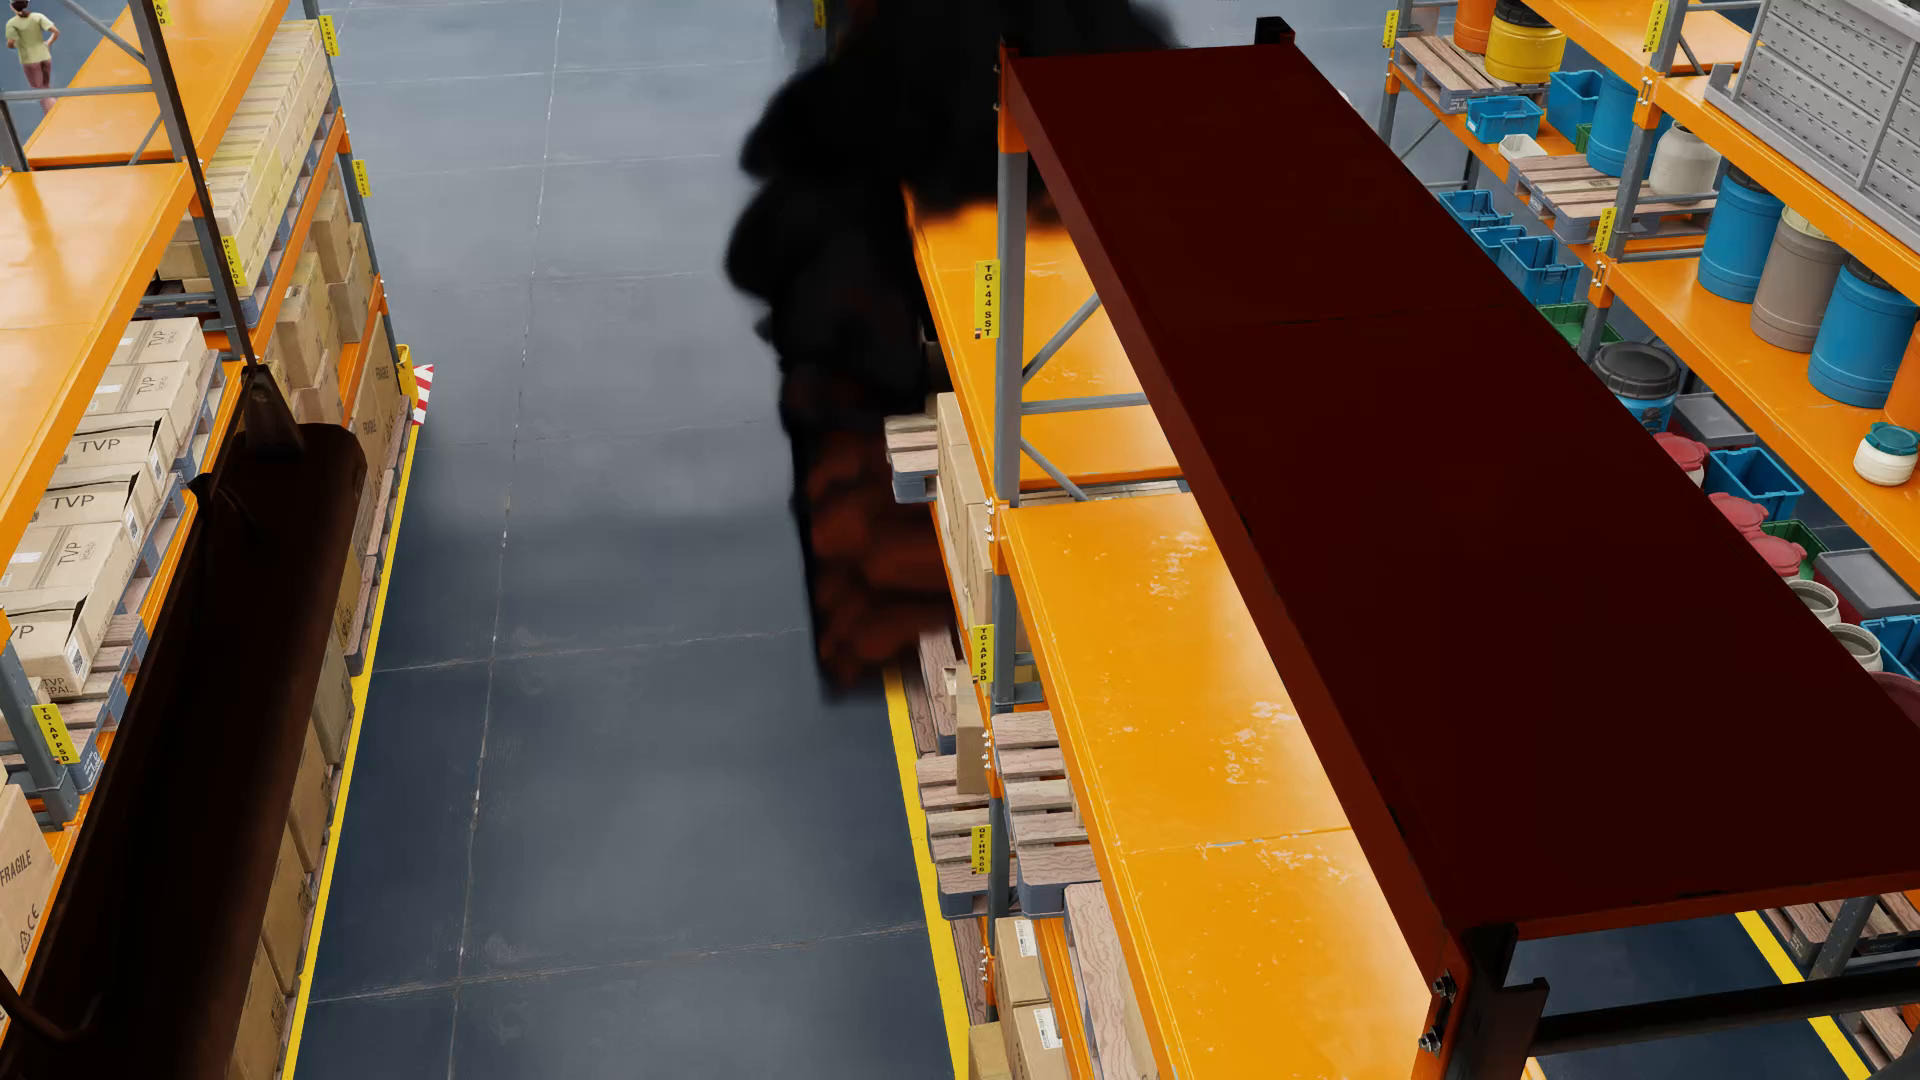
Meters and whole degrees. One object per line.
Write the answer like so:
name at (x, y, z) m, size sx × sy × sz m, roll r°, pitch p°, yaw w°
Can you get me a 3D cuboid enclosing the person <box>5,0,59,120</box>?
person at (-10.959, -5.674, 19.787) m, size 0.769 × 1.654 × 0.587 m, roll 24°, pitch 43°, yaw 29°
